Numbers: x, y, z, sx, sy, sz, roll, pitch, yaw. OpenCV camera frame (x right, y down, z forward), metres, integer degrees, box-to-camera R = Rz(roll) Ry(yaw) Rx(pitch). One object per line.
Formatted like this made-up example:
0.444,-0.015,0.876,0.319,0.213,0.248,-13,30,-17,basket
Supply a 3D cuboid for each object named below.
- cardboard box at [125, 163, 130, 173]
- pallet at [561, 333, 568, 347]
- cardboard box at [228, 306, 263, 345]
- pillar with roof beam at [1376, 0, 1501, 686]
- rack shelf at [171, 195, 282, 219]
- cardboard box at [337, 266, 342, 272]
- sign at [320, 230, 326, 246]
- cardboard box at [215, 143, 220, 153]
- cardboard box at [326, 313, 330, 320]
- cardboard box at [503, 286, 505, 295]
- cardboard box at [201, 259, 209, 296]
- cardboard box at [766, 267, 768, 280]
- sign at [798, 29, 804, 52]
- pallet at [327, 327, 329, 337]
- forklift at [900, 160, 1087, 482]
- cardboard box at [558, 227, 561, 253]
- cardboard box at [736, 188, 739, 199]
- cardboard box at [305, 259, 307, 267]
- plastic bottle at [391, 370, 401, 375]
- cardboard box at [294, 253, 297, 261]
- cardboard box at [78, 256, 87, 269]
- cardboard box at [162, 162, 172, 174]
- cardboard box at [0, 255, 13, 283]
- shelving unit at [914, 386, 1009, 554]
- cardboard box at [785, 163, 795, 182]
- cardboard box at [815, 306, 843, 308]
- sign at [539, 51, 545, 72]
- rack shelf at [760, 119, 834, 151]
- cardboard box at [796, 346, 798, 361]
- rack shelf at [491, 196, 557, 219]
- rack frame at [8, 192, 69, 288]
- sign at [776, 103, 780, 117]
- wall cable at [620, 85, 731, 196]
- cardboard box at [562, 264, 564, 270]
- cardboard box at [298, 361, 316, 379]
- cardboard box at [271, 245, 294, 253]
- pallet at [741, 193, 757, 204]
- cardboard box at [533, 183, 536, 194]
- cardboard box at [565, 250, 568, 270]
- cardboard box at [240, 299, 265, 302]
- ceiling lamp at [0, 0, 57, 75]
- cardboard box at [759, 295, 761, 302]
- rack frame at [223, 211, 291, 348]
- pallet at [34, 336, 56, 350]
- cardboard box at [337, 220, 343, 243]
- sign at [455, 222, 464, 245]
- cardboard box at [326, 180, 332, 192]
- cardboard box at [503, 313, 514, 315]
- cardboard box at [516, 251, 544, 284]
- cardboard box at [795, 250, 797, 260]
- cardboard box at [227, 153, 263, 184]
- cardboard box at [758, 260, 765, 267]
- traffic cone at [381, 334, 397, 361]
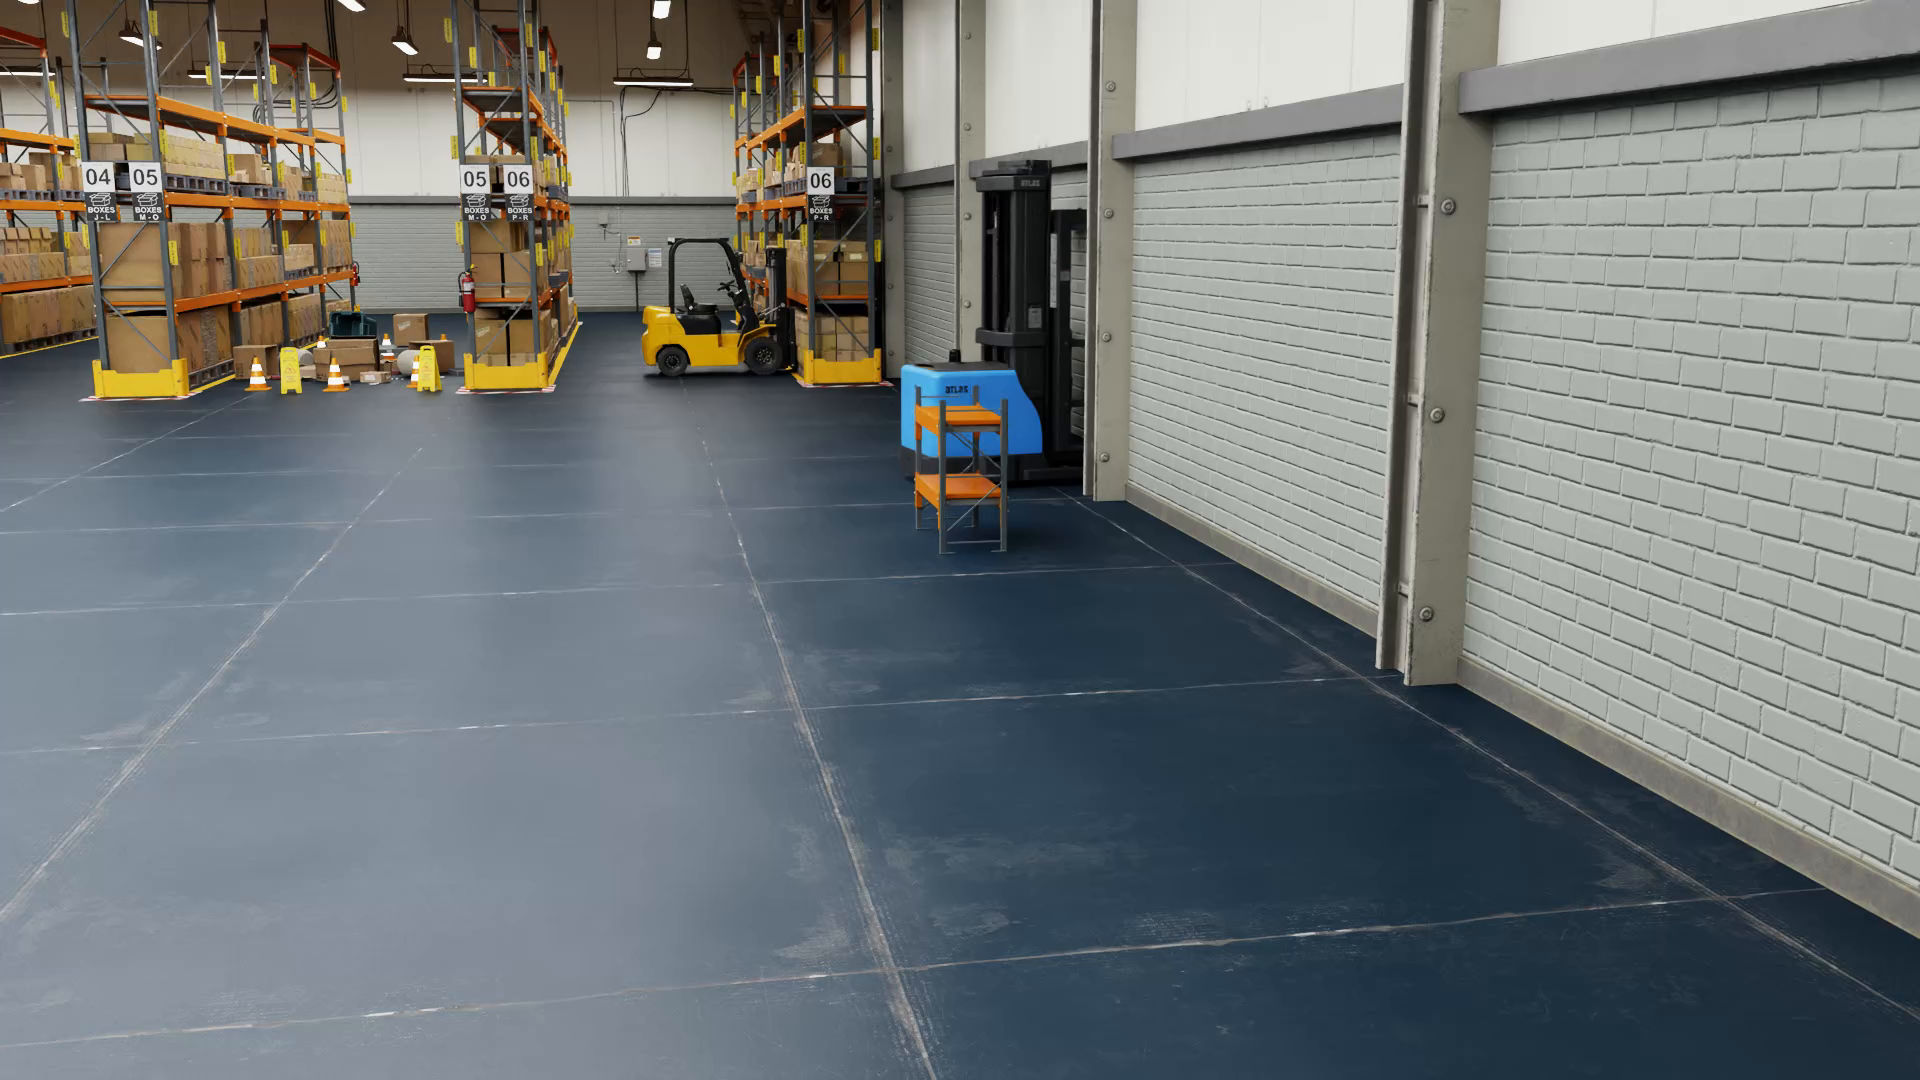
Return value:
-11.995,-5.262,23.578,0.380,0.149,0.250,-2,11,-10,cardboard box
-8.299,-3.957,32.924,1.003,0.211,1.213,-2,11,-11,pallet
-12.670,-3.637,28.674,1.050,0.750,0.750,-2,11,-11,cardboard box
-1.768,-3.544,7.247,9.100,9.000,0.400,-2,11,-11,pillar with roof beam
-12.666,-5.735,28.706,1.077,0.370,4.000,-2,11,-11,rack shelf
-14.100,-6.088,37.332,0.380,0.149,0.250,-3,11,-14,cardboard box
-13.289,-6.305,34.702,0.100,0.325,0.005,-2,11,-11,sign
-11.844,-6.143,26.076,0.380,0.149,0.250,-2,11,-11,cardboard box
-13.590,-4.745,35.311,0.380,0.149,0.250,-2,11,-8,cardboard box
-7.124,-3.839,25.514,0.380,0.149,0.250,-2,11,-10,cardboard box
-11.873,-3.957,25.064,0.875,0.550,0.500,-2,11,-11,cardboard box
-3.504,-5.197,32.381,0.500,0.250,0.500,-2,11,-11,cardboard box
-2.330,-7.322,24.387,0.100,0.325,0.005,-2,11,-11,sign
-13.998,-4.467,35.602,1.003,0.211,1.213,-2,11,-11,pallet
1.004,-2.051,15.631,3.031,2.935,1.130,-4,11,-20,forklift
-8.267,-6.006,33.286,0.500,0.500,0.500,-2,11,-9,cardboard box
-5.089,-8.283,39.776,0.500,0.250,0.500,-2,11,-12,cardboard box
-13.415,-5.593,33.608,0.380,0.149,0.250,-3,11,-14,cardboard box
-9.030,-2.698,26.708,0.133,0.061,0.283,0,11,-1,plastic bottle
-13.204,-5.543,32.547,0.380,0.149,0.250,-2,11,-12,cardboard box
-18.644,-5.813,34.820,0.500,0.250,0.500,-2,11,-11,cardboard box
-11.251,-5.194,23.223,0.380,0.149,0.250,-2,11,-11,cardboard box
-17.768,-4.968,30.507,0.500,0.500,0.500,-2,11,-9,cardboard box
-0.001,-0.554,12.598,0.538,1.125,1.048,-2,11,-11,shelving unit
-2.650,-6.151,27.818,0.500,0.311,0.500,-2,11,-10,cardboard box
-2.288,-3.891,28.674,0.500,0.250,0.500,-2,11,-10,cardboard box
-6.905,-7.908,27.465,0.100,0.325,0.005,-2,11,-11,sign
-2.962,-7.392,30.458,1.077,0.370,4.000,-2,11,-11,rack shelf
-2.372,-3.008,26.707,0.500,0.250,0.500,-2,11,-10,cardboard box
-7.830,-5.933,29.749,1.077,0.370,4.000,-2,11,-11,rack shelf
-18.718,-5.553,33.850,1.000,3.000,0.127,-2,11,-11,rack frame
-4.359,-10.329,39.974,0.100,0.325,0.005,-2,11,-11,sign
-7.680,-10.767,45.098,2.988,3.039,0.133,-2,11,-11,wall cable
-8.565,-5.673,34.883,0.500,0.250,0.500,-2,11,-12,cardboard box
-10.136,-2.656,25.943,0.396,0.266,0.258,0,11,-1,cardboard box
-13.159,-5.641,32.268,0.380,0.149,0.250,-2,11,-8,cardboard box
-4.071,-7.354,35.791,1.213,0.211,1.003,-2,11,-11,pallet
-6.409,-5.135,24.305,0.380,0.149,0.250,-2,11,-11,cardboard box
-8.832,-6.058,36.237,0.500,0.500,0.500,-2,11,-9,cardboard box
-13.445,-4.444,31.579,0.500,0.250,0.500,-2,11,-12,cardboard box
-22.406,-12.505,38.719,2.000,3.185,0.800,-2,11,-11,ceiling lamp
-4.129,-5.222,35.936,0.380,0.149,0.250,-3,11,-14,cardboard box
-13.055,-4.981,30.846,1.000,3.000,0.127,-2,11,-11,rack frame
-18.253,-3.820,32.204,1.003,0.211,1.213,-2,11,-11,pallet
-14.069,-6.872,37.043,0.500,0.500,0.500,-2,11,-8,cardboard box
-7.212,-4.420,23.956,0.100,0.325,0.005,-2,11,-11,sign
-13.868,-7.642,35.865,0.500,0.250,0.500,-2,11,-10,cardboard box
-7.376,-3.359,26.549,0.500,0.500,0.500,-2,11,-8,cardboard box
-6.688,-4.193,25.642,0.500,0.500,0.500,-2,11,-12,cardboard box
-2.488,-4.643,27.066,0.380,0.149,0.250,-2,11,-12,cardboard box
-12.442,-6.451,28.886,0.500,0.500,0.500,-2,11,-11,cardboard box
-3.855,-5.551,33.385,0.380,0.149,0.250,-2,11,-10,cardboard box
-10.093,-3.393,29.288,0.336,0.463,0.334,-2,11,-11,traffic cone
